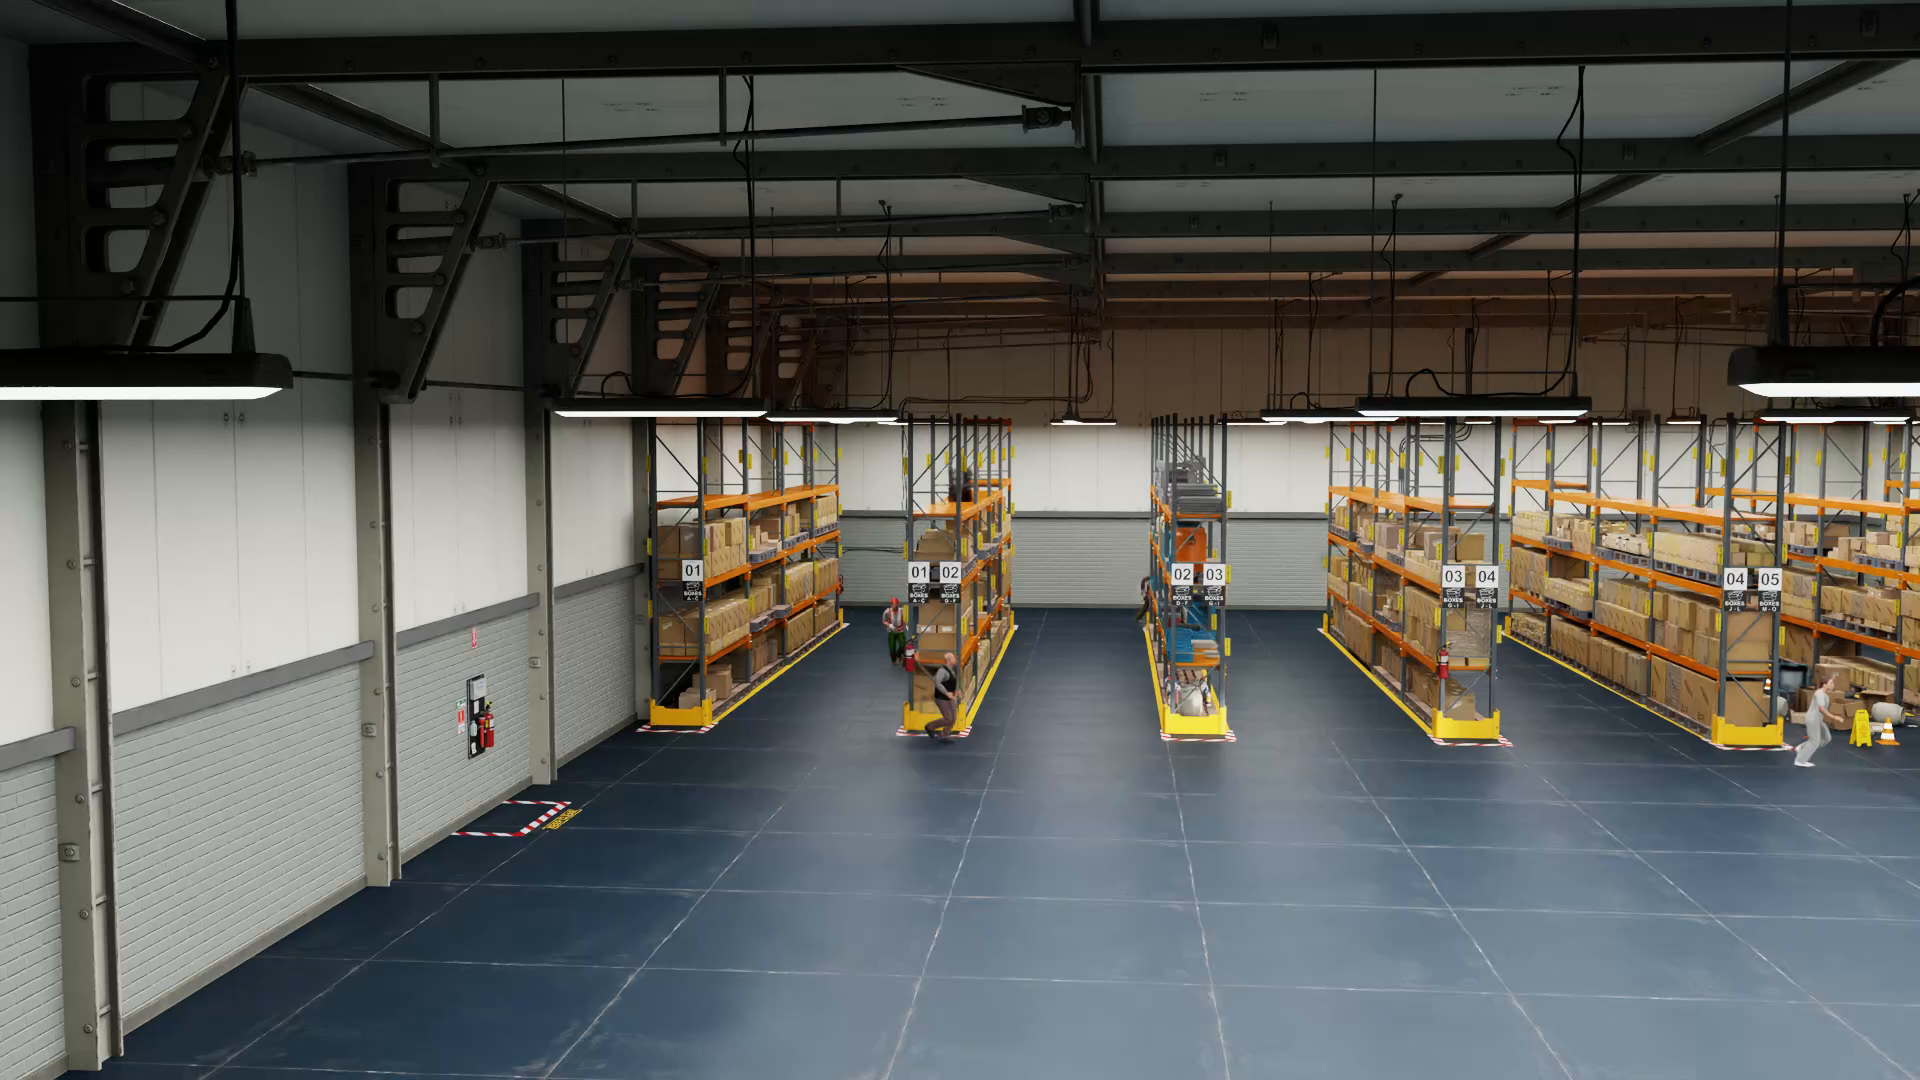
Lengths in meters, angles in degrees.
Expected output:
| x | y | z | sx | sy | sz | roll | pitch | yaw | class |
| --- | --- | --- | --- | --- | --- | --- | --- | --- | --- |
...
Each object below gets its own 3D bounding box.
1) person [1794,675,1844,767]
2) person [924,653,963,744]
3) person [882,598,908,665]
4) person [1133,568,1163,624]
| x | y | z | sx | sy | sz | roll | pitch | yaw | class |
| --- | --- | --- | --- | --- | --- | --- | --- | --- | --- |
| 14.471 | 3.053 | 27.991 | 0.734 | 1.580 | 0.573 | 3 | 5 | 34 | person |
| -0.325 | 2.870 | 30.203 | 0.631 | 1.658 | 0.659 | 2 | 4 | 22 | person |
| -1.522 | 2.208 | 39.904 | 0.687 | 1.673 | 0.785 | 0 | 4 | -6 | person |
| 5.544 | 1.616 | 48.114 | 1.123 | 1.691 | 0.702 | 2 | 4 | 27 | person |
